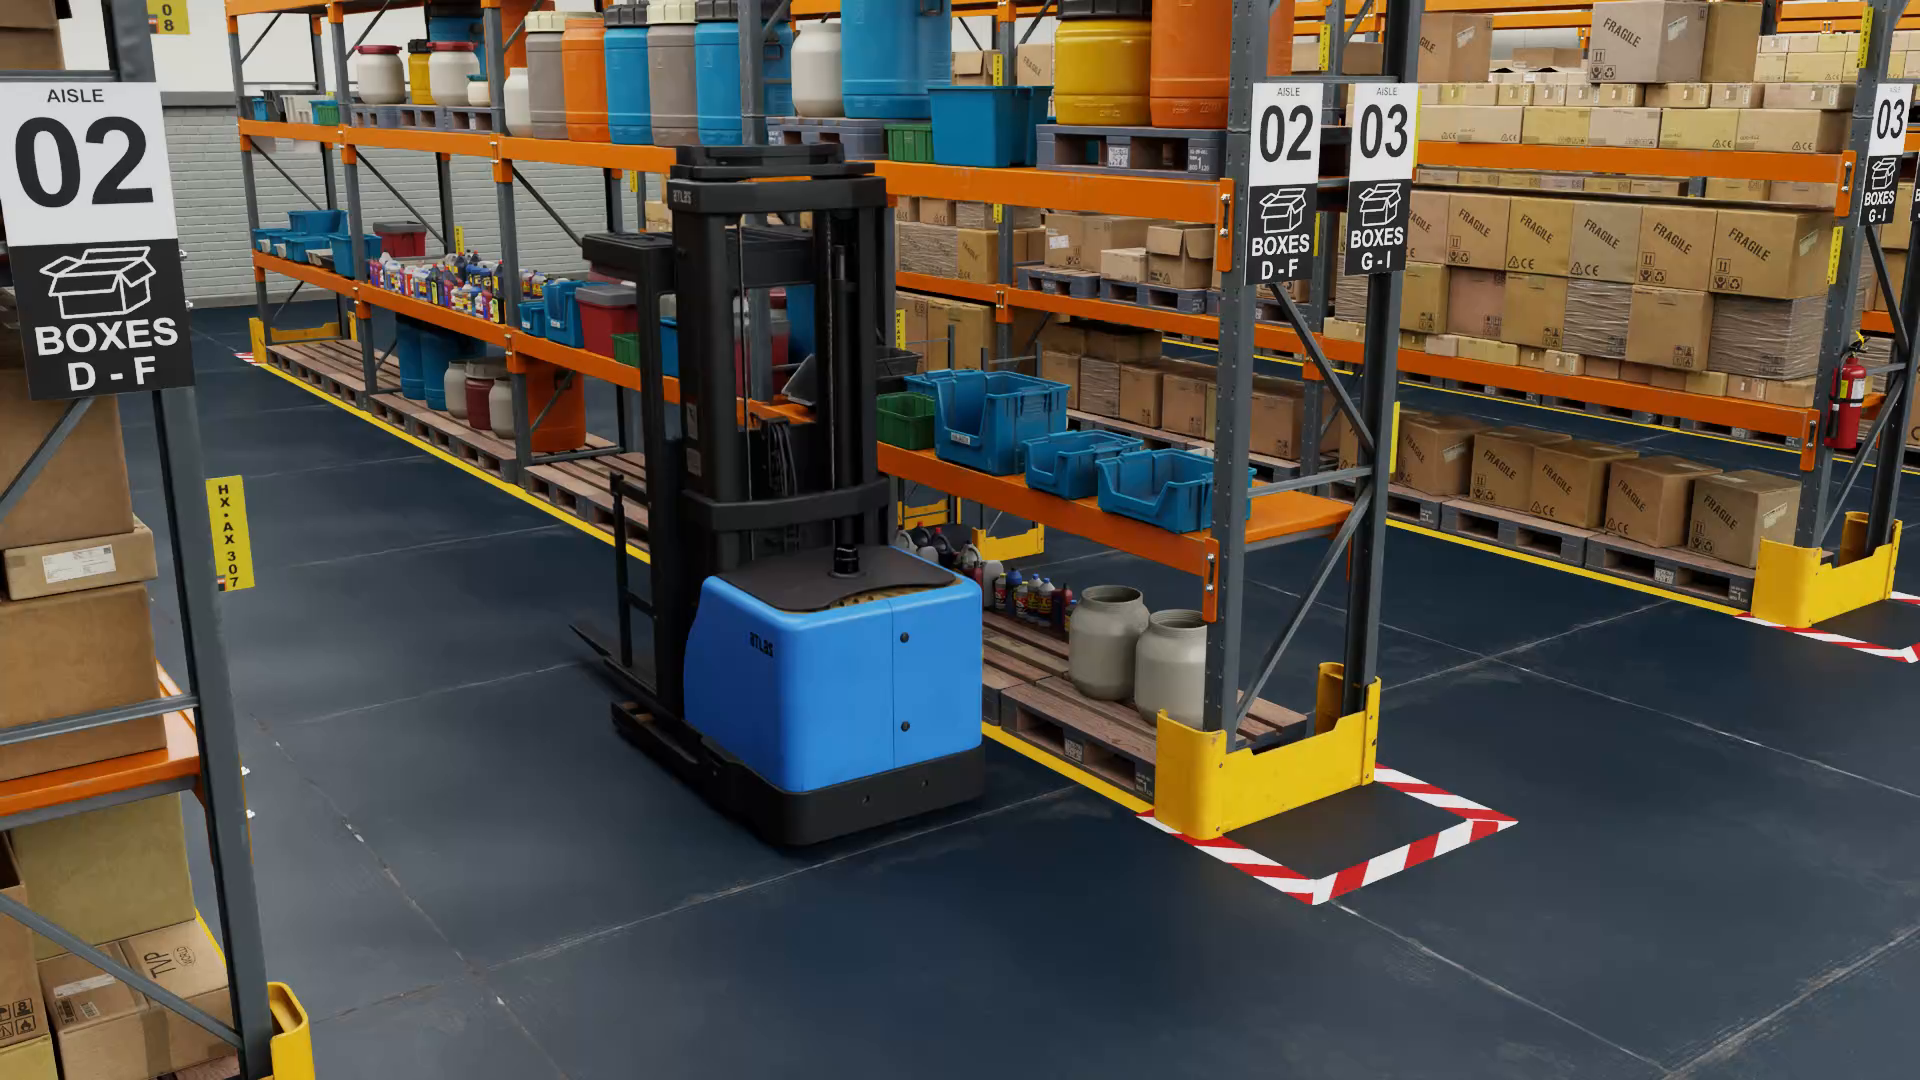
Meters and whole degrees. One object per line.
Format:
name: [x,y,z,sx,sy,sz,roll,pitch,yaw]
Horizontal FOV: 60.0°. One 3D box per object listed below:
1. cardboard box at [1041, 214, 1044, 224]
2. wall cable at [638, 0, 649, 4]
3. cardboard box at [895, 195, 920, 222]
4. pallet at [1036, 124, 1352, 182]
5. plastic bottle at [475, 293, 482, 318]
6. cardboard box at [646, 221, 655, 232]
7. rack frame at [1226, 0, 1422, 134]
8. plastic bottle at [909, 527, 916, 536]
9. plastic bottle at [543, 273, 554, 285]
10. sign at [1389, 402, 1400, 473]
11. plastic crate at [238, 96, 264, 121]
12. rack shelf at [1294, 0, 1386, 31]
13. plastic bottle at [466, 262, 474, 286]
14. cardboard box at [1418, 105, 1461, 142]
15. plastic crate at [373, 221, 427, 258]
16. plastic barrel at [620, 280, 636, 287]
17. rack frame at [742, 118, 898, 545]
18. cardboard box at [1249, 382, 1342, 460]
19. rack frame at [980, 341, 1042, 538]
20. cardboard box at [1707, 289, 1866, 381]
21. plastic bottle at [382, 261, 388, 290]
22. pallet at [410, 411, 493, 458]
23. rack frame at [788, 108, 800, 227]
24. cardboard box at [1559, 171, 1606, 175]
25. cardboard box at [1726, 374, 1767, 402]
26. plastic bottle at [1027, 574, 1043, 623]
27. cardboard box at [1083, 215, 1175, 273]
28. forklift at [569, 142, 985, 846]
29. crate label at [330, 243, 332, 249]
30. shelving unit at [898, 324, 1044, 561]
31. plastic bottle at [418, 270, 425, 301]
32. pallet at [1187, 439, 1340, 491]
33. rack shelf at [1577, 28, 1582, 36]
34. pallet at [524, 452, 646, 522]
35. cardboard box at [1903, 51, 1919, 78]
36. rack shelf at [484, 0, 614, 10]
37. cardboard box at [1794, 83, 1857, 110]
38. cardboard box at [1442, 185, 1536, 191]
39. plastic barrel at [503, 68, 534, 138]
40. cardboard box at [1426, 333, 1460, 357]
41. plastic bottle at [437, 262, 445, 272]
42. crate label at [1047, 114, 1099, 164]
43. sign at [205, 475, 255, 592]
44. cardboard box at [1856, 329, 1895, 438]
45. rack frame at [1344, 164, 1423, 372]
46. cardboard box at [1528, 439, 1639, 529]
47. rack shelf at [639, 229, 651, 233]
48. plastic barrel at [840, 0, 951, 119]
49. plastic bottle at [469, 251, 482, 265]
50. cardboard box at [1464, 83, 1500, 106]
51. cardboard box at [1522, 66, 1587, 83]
cardboard box: [1.194,-4.550,23.494,0.380,0.149,0.250,-10,18,-33]
wall cable: [-4.432,-10.617,27.728,2.277,5.999,0.120,-11,19,-35]
cardboard box: [-0.389,-3.694,17.801,0.797,0.503,0.637,-10,18,-33]
pallet: [1.099,-1.792,7.617,1.003,0.211,1.213,-11,19,-35]
plastic bottle: [-4.027,-1.975,13.985,0.097,0.201,0.097,0,15,0]
cardboard box: [-3.953,-4.182,22.148,0.380,0.149,0.250,-11,19,-34]
rack frame: [1.506,-3.138,6.495,1.000,3.000,0.127,-11,19,-35]
plastic bottle: [-0.296,0.051,10.520,0.061,0.283,0.133,-10,18,-32]
plastic bottle: [-3.640,-2.223,14.736,0.061,0.283,0.133,-11,19,-35]
sign: [1.954,-0.462,7.559,0.100,0.325,0.005,-11,19,-35]
plastic crate: [-7.900,-4.919,18.933,0.497,0.269,0.590,-11,19,-35]
rack shelf: [3.704,-6.251,19.988,1.077,0.370,4.000,-11,19,-35]
plastic bottle: [-4.635,-2.502,15.778,0.097,0.271,0.097,0,15,0]
cardboard box: [3.533,-2.994,11.934,0.500,0.250,0.500,-11,19,-35]
plastic crate: [-5.872,-3.096,17.472,0.402,0.464,0.583,-11,19,-35]
plastic barrel: [-2.420,-1.820,12.832,0.421,0.512,0.421,0,15,0]
rack frame: [-0.846,-1.099,10.408,1.000,3.000,0.127,-11,19,-35]
cardboard box: [2.817,-1.008,13.980,0.700,0.500,0.500,-13,20,-39]
rack frame: [0.349,-0.597,11.415,0.500,1.500,0.032,-11,19,-35]
cardboard box: [5.211,-1.327,10.488,0.875,0.500,0.500,-11,19,-35]
plastic bottle: [-5.461,-2.529,15.878,0.097,0.271,0.097,0,15,0]
pallet: [-4.408,-1.030,15.439,1.003,0.211,1.213,-11,19,-35]
rack frame: [-1.543,-3.576,19.458,1.000,3.000,0.127,-11,19,-35]
cardboard box: [8.309,-4.860,22.067,0.500,0.500,0.500,-11,19,-36]
cardboard box: [5.031,-0.974,10.430,0.380,0.149,0.250,-11,19,-35]
plastic bottle: [0.432,0.329,9.526,0.097,0.271,0.097,0,15,0]
cardboard box: [1.568,-2.759,15.491,0.700,0.500,0.500,-8,17,-26]
forklift: [-1.119,-0.445,8.149,1.130,2.935,3.031,-10,18,-32]
crate label: [-6.933,-3.297,18.826,0.396,0.136,0.243,-11,19,-35]
shelving unit: [0.045,-0.707,11.819,0.587,1.500,1.083,-11,19,-35]
plastic bottle: [-4.859,-2.311,15.080,0.097,0.271,0.097,0,15,0]
pallet: [2.702,-0.688,14.191,1.003,0.211,1.213,-11,19,-35]
rack shelf: [9.310,-8.857,28.760,1.077,0.370,4.000,-11,19,-35]
pallet: [-2.774,-0.436,13.270,1.003,0.211,1.213,-11,19,-35]
cardboard box: [8.186,-3.913,13.746,0.500,0.250,0.500,-11,19,-34]
rack shelf: [-2.022,-3.879,11.324,1.077,0.370,4.000,-11,19,-35]
cardboard box: [5.097,-2.591,9.707,0.380,0.149,0.250,-11,19,-35]
cardboard box: [3.943,-2.381,12.448,0.500,0.500,0.500,-11,19,-35]
plastic barrel: [-3.263,-3.340,12.702,0.421,0.512,0.421,0,15,0]
cardboard box: [3.618,-1.437,12.122,0.380,0.149,0.250,-11,19,-35]
plastic bottle: [-5.146,-2.654,16.466,0.097,0.201,0.097,0,15,0]
crate label: [0.673,-2.070,8.558,0.502,0.251,0.408,-11,19,-35]
sign: [-2.050,-0.017,4.666,0.100,0.325,0.005,-11,19,-35]
cardboard box: [8.078,-1.456,14.944,0.875,0.875,0.875,-11,19,-34]
rack frame: [4.880,-3.470,19.071,1.000,3.000,0.127,-11,19,-35]
cardboard box: [4.427,-0.405,11.813,0.500,0.500,0.500,-9,18,-29]
rack shelf: [-2.719,-3.656,21.113,1.077,0.370,4.000,-11,19,-35]
plastic barrel: [-0.347,-2.761,9.053,0.600,0.901,0.708,-11,19,-35]
plastic bottle: [-4.636,-2.598,15.980,0.144,0.351,0.185,-11,19,-35]
cardboard box: [3.722,-3.093,11.542,0.380,0.149,0.250,-11,19,-36]
cardboard box: [6.023,-4.610,16.741,0.500,0.311,0.500,-12,19,-37]
